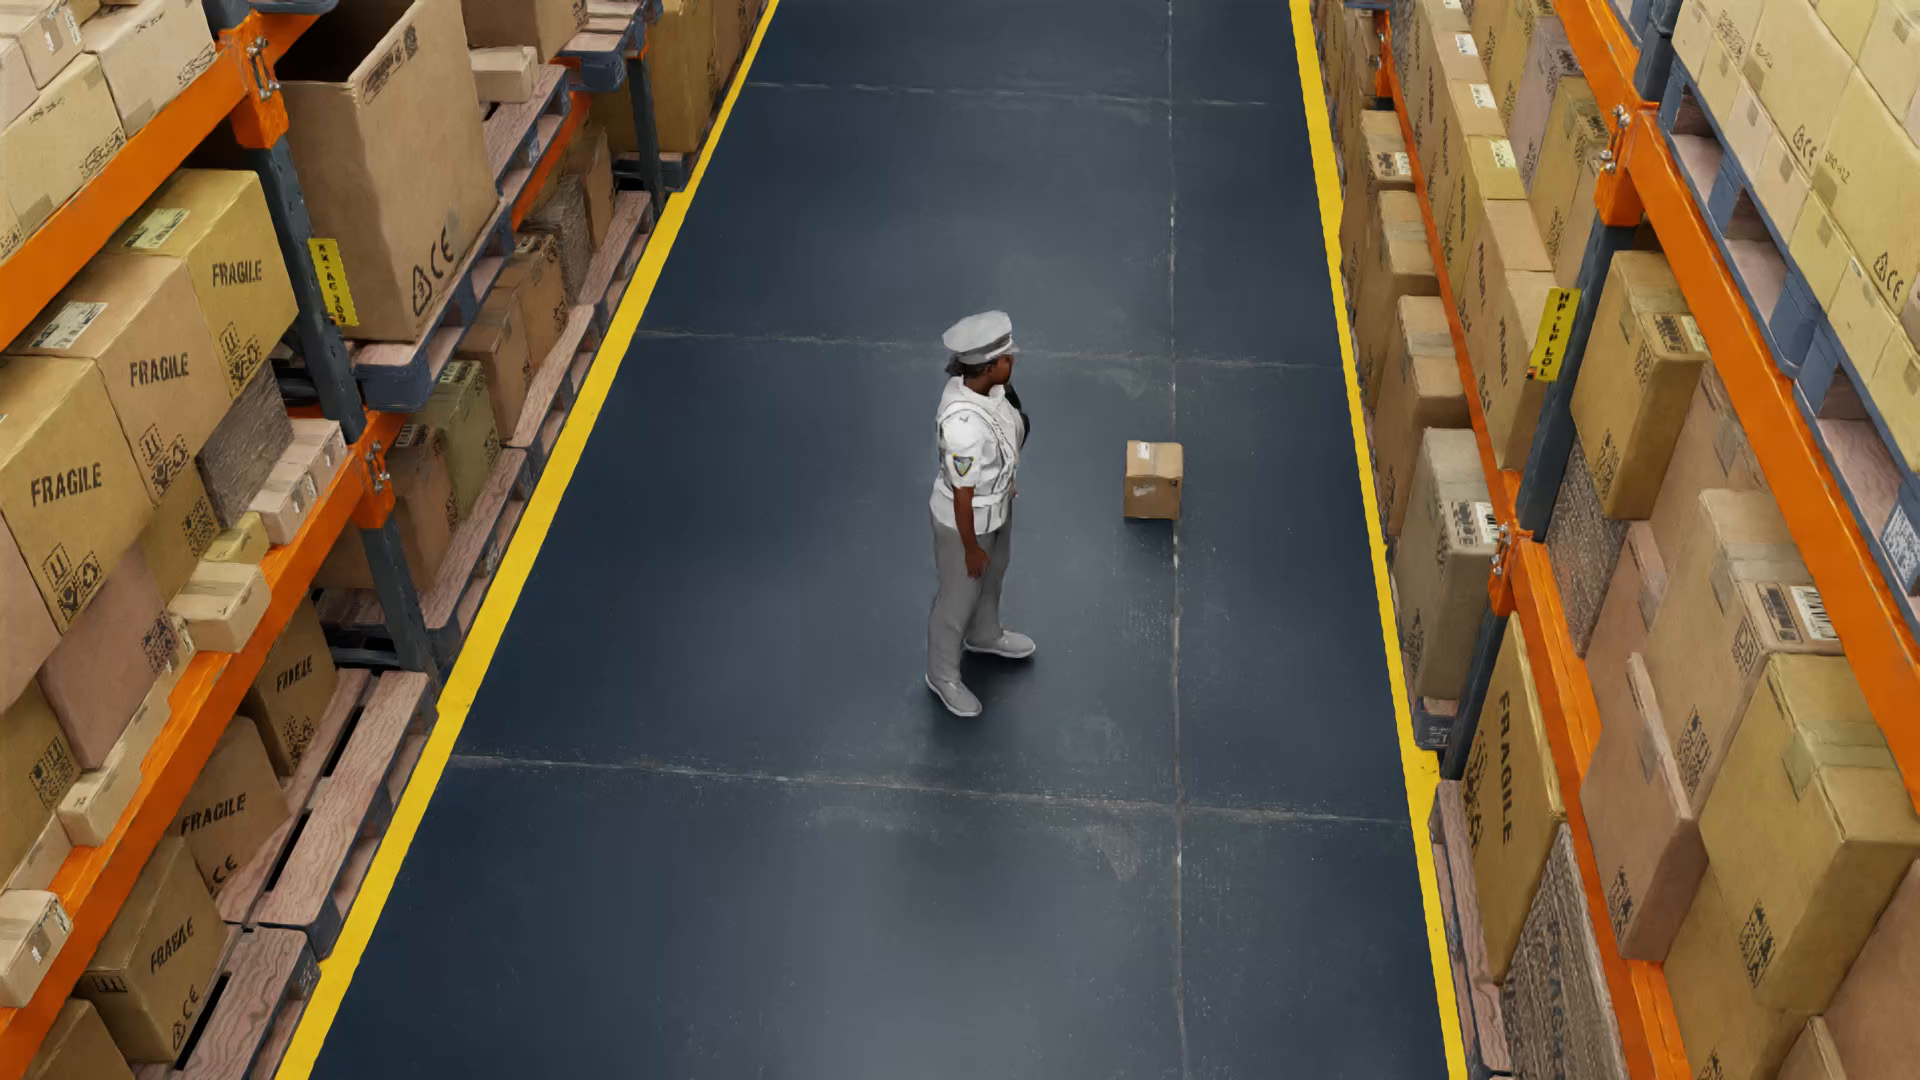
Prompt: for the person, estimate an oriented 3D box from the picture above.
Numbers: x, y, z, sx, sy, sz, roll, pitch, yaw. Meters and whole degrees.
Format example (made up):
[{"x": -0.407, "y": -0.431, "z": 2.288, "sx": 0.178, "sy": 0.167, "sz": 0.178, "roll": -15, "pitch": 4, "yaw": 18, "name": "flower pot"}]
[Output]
[{"x": 0.079, "y": -0.102, "z": 6.231, "sx": 0.389, "sy": 1.680, "sz": 0.536, "roll": 10, "pitch": 41, "yaw": 11, "name": "person"}]
